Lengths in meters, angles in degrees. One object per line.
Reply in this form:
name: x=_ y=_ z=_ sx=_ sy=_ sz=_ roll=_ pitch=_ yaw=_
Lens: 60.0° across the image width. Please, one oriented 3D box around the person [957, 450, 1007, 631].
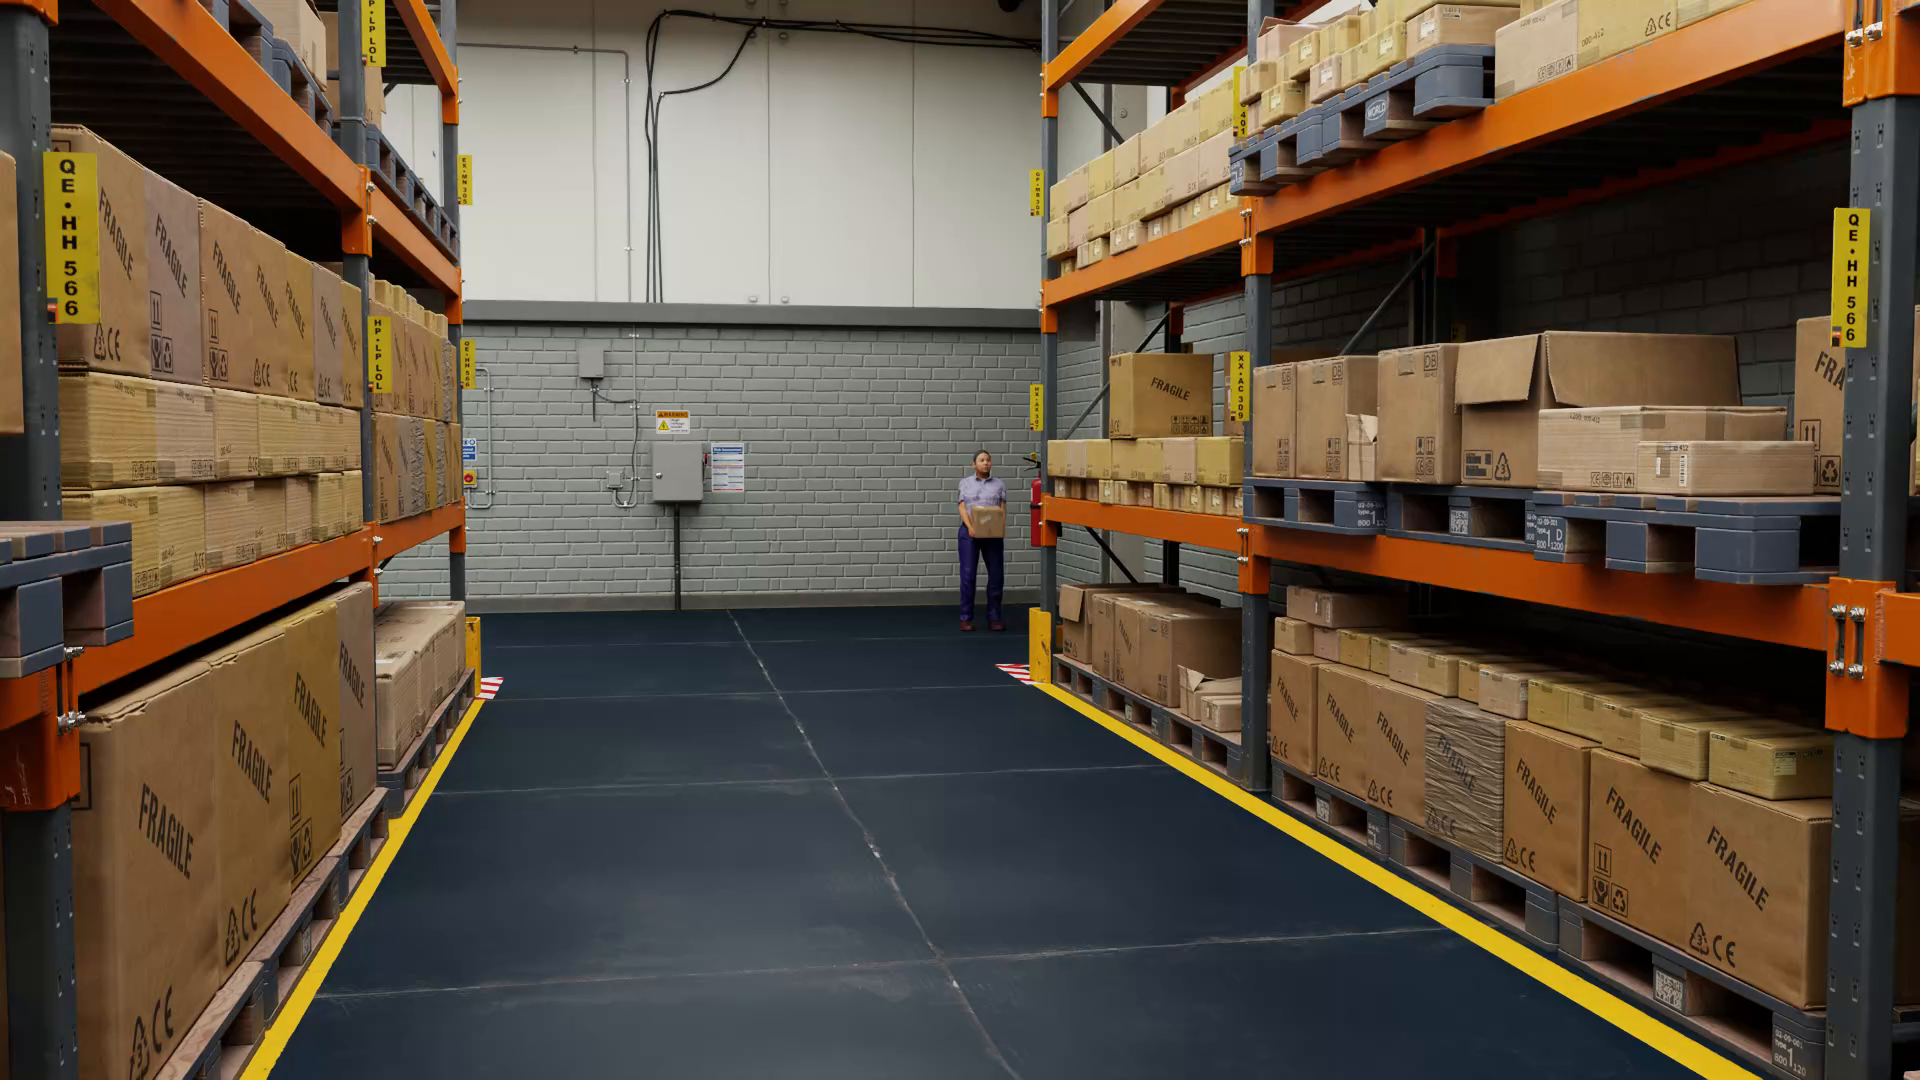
person: x=0.214 y=0.003 z=15.030 sx=0.452 sy=1.634 sz=0.518 roll=-1 pitch=3 yaw=-11
